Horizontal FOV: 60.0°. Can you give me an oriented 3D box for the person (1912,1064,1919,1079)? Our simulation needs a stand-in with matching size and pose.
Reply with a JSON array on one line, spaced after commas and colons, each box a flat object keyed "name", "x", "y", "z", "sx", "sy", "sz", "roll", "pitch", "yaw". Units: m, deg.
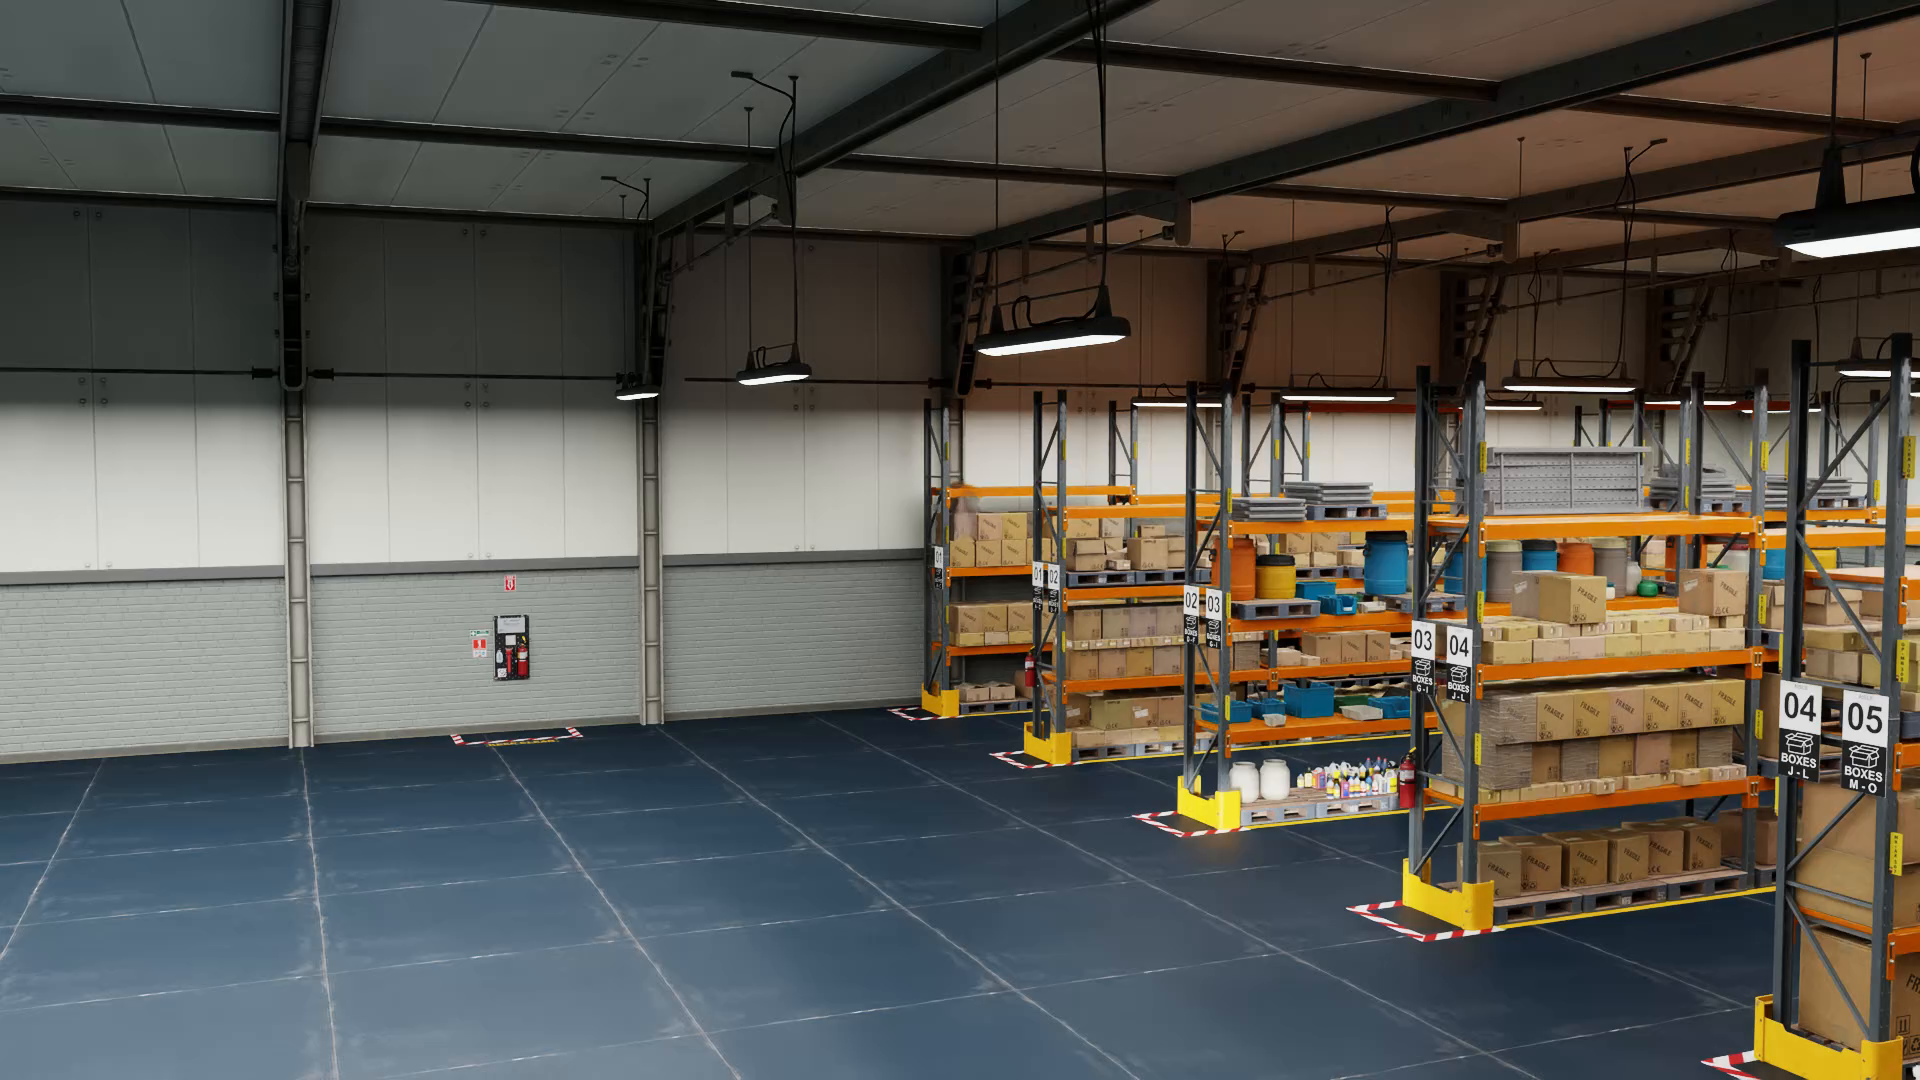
[{"name": "person", "x": 5.385, "y": 3.741, "z": 9.289, "sx": 0.605, "sy": 1.806, "sz": 0.651, "roll": 2, "pitch": 4, "yaw": 25}]
